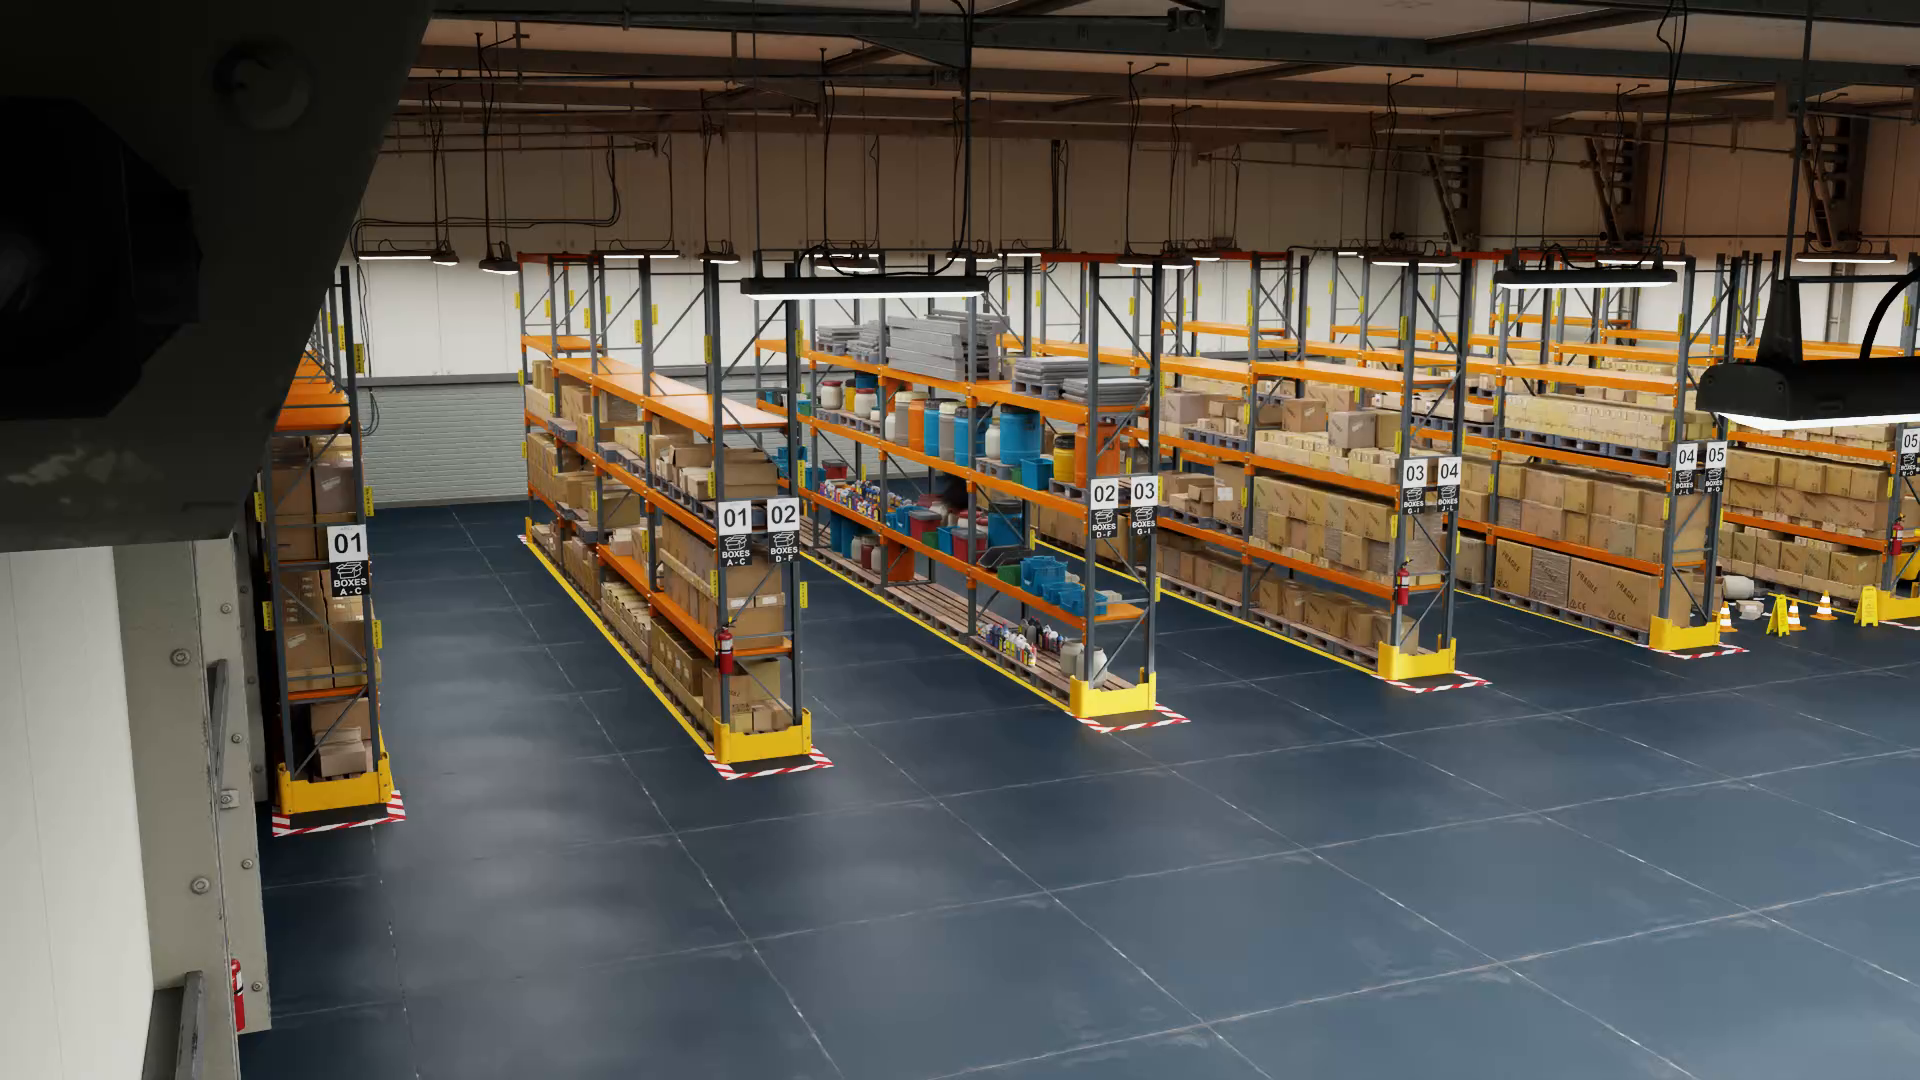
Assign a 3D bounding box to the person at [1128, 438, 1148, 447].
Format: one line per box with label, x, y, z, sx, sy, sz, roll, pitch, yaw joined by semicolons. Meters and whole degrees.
person;4.380;-2.005;41.282;0.656;1.717;0.721;-6;12;-28
